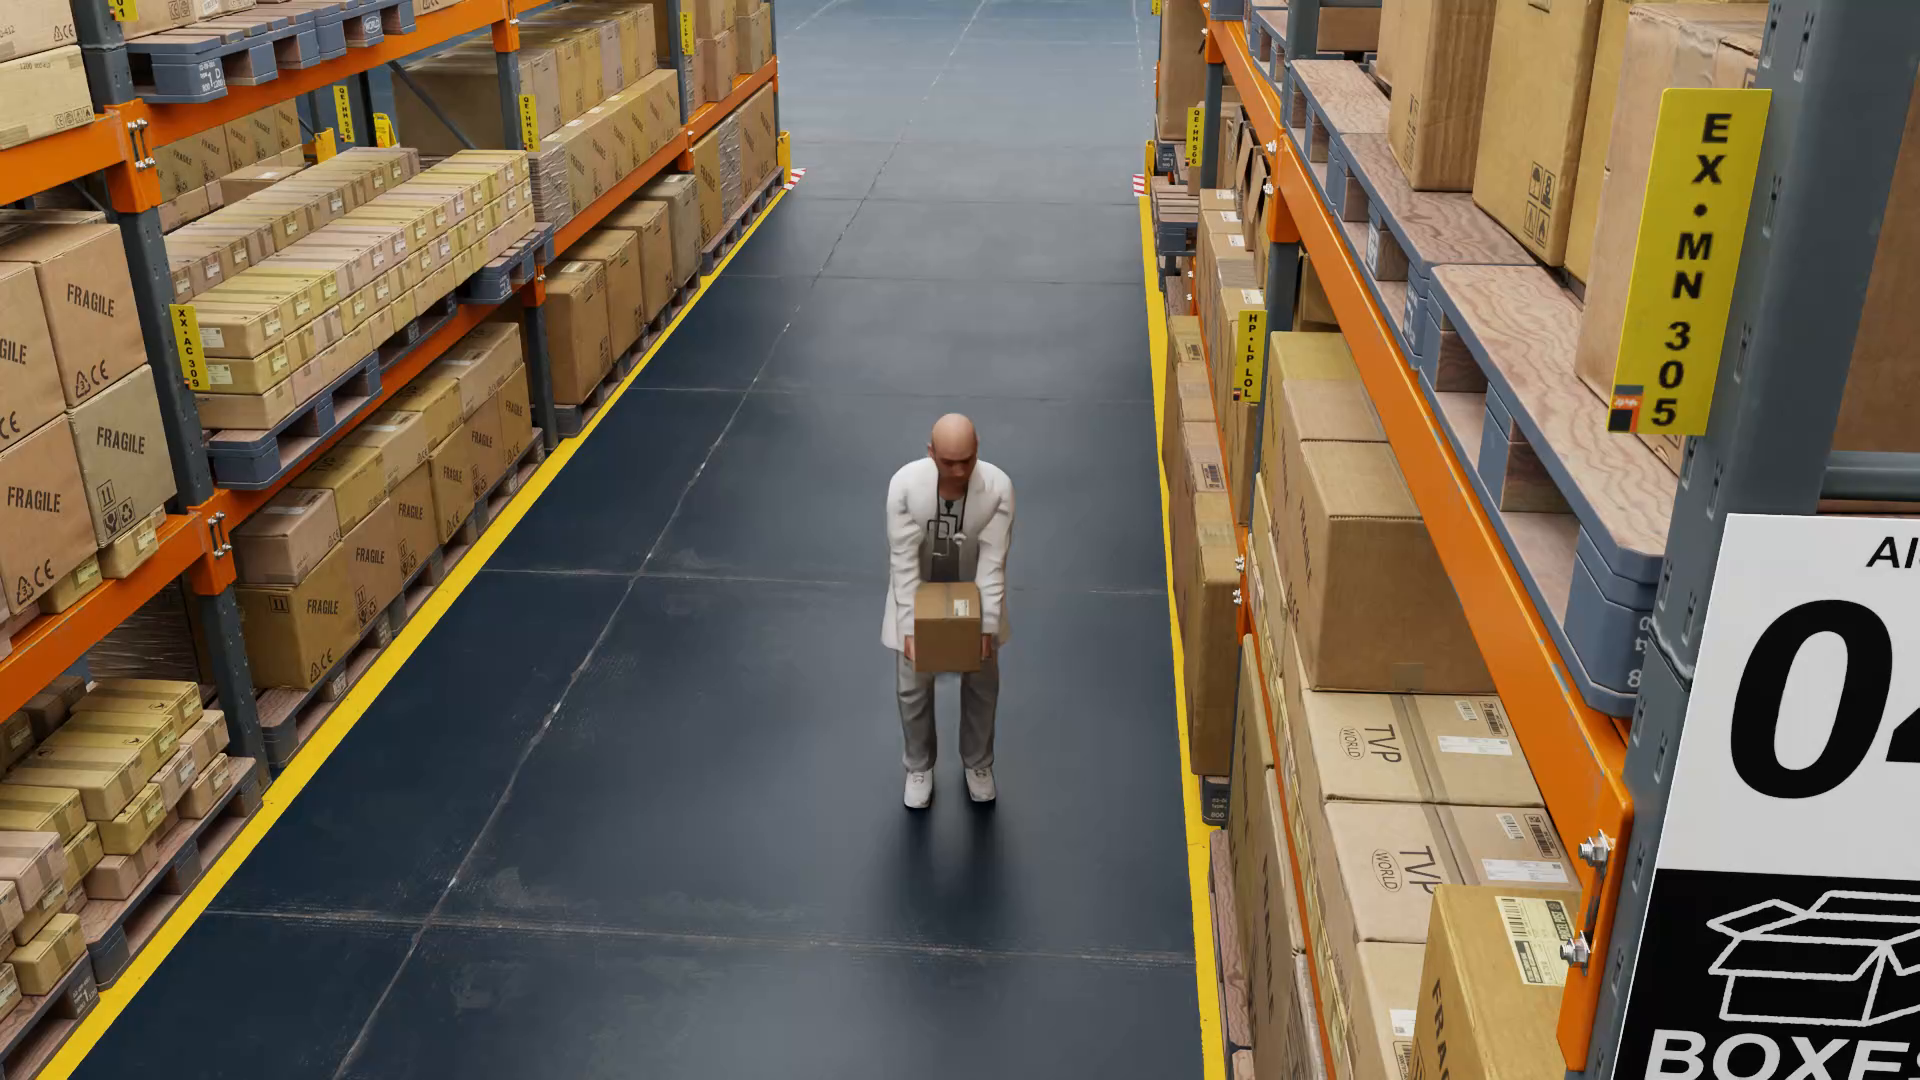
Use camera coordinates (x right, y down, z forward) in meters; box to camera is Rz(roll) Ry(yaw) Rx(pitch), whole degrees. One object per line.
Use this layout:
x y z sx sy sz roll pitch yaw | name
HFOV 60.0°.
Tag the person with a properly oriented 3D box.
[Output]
-0.051 0.277 6.585 0.537 1.720 0.622 -1 24 -2 | person
